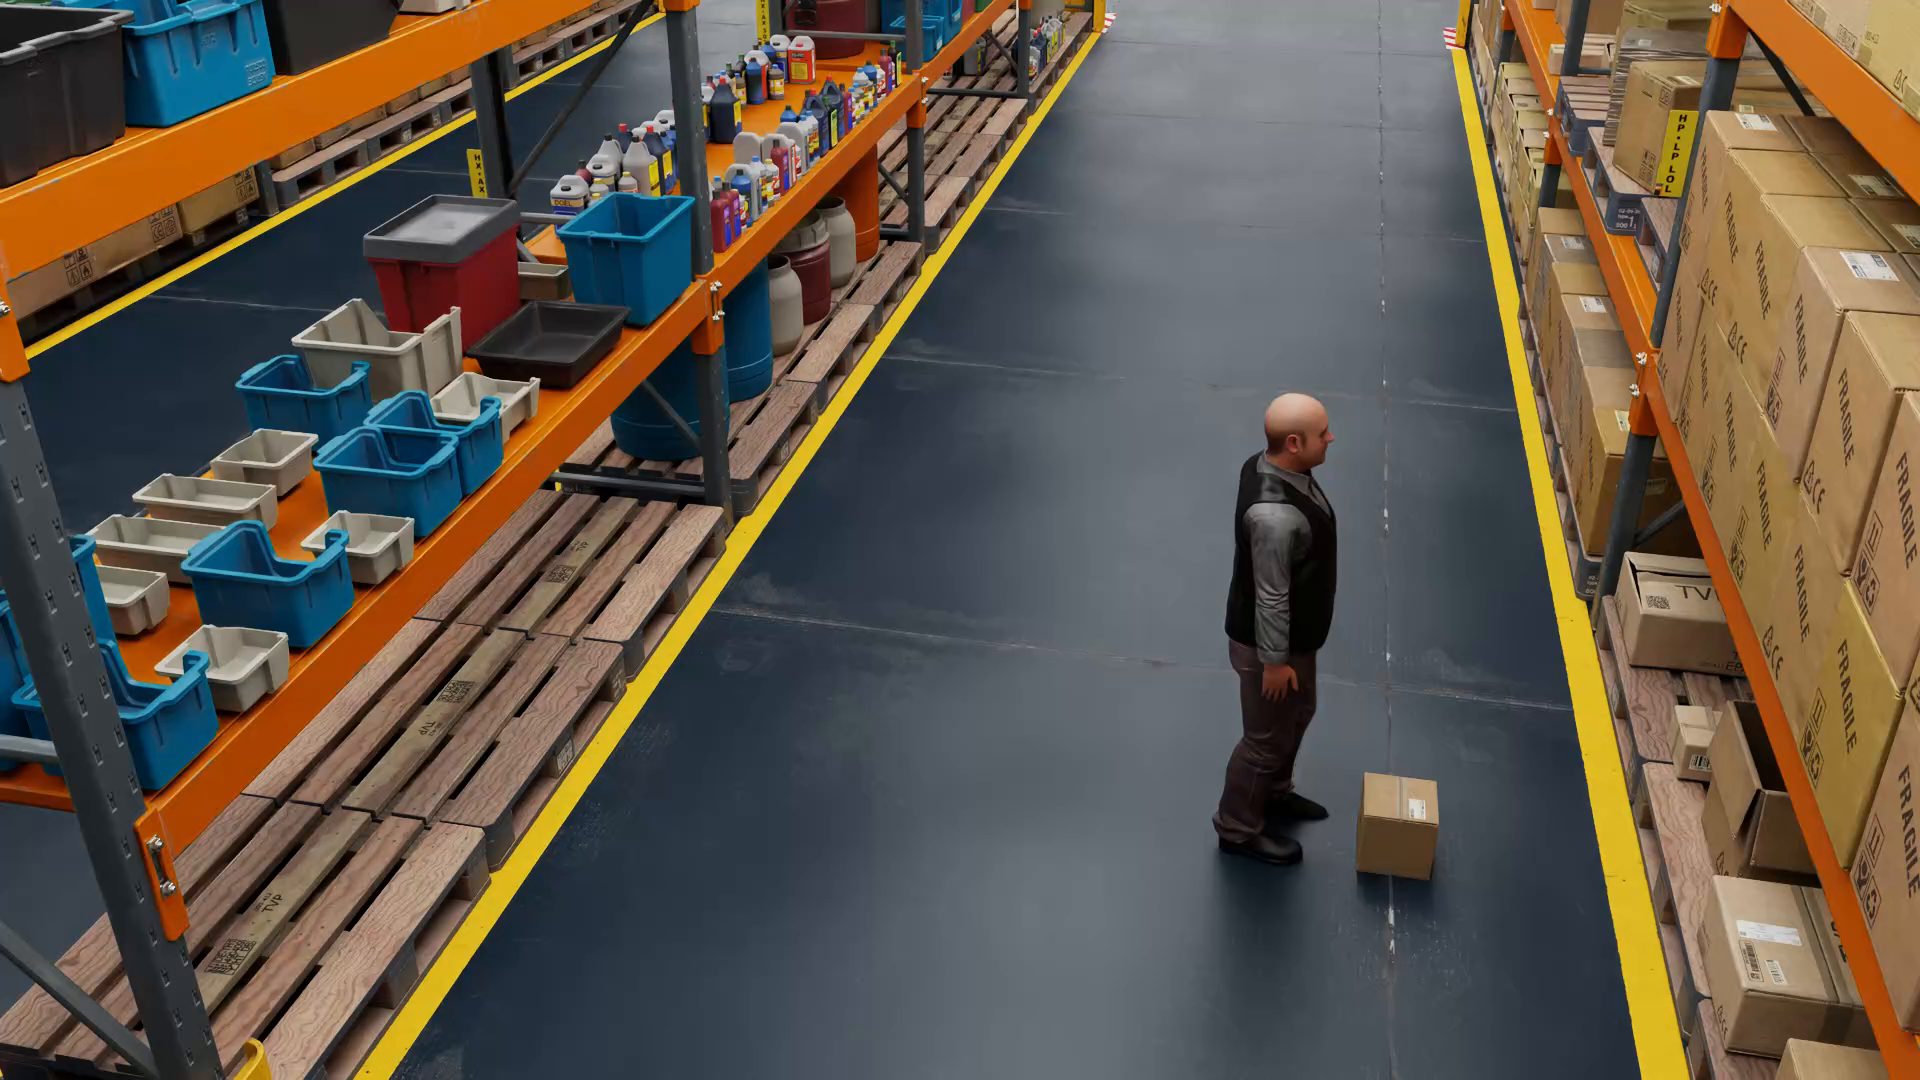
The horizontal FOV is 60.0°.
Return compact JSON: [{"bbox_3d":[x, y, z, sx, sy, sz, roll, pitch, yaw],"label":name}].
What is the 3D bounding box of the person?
[{"bbox_3d":[1.102,0.325,5.581,0.431,1.745,0.555,6,29,10],"label":"person"}]
